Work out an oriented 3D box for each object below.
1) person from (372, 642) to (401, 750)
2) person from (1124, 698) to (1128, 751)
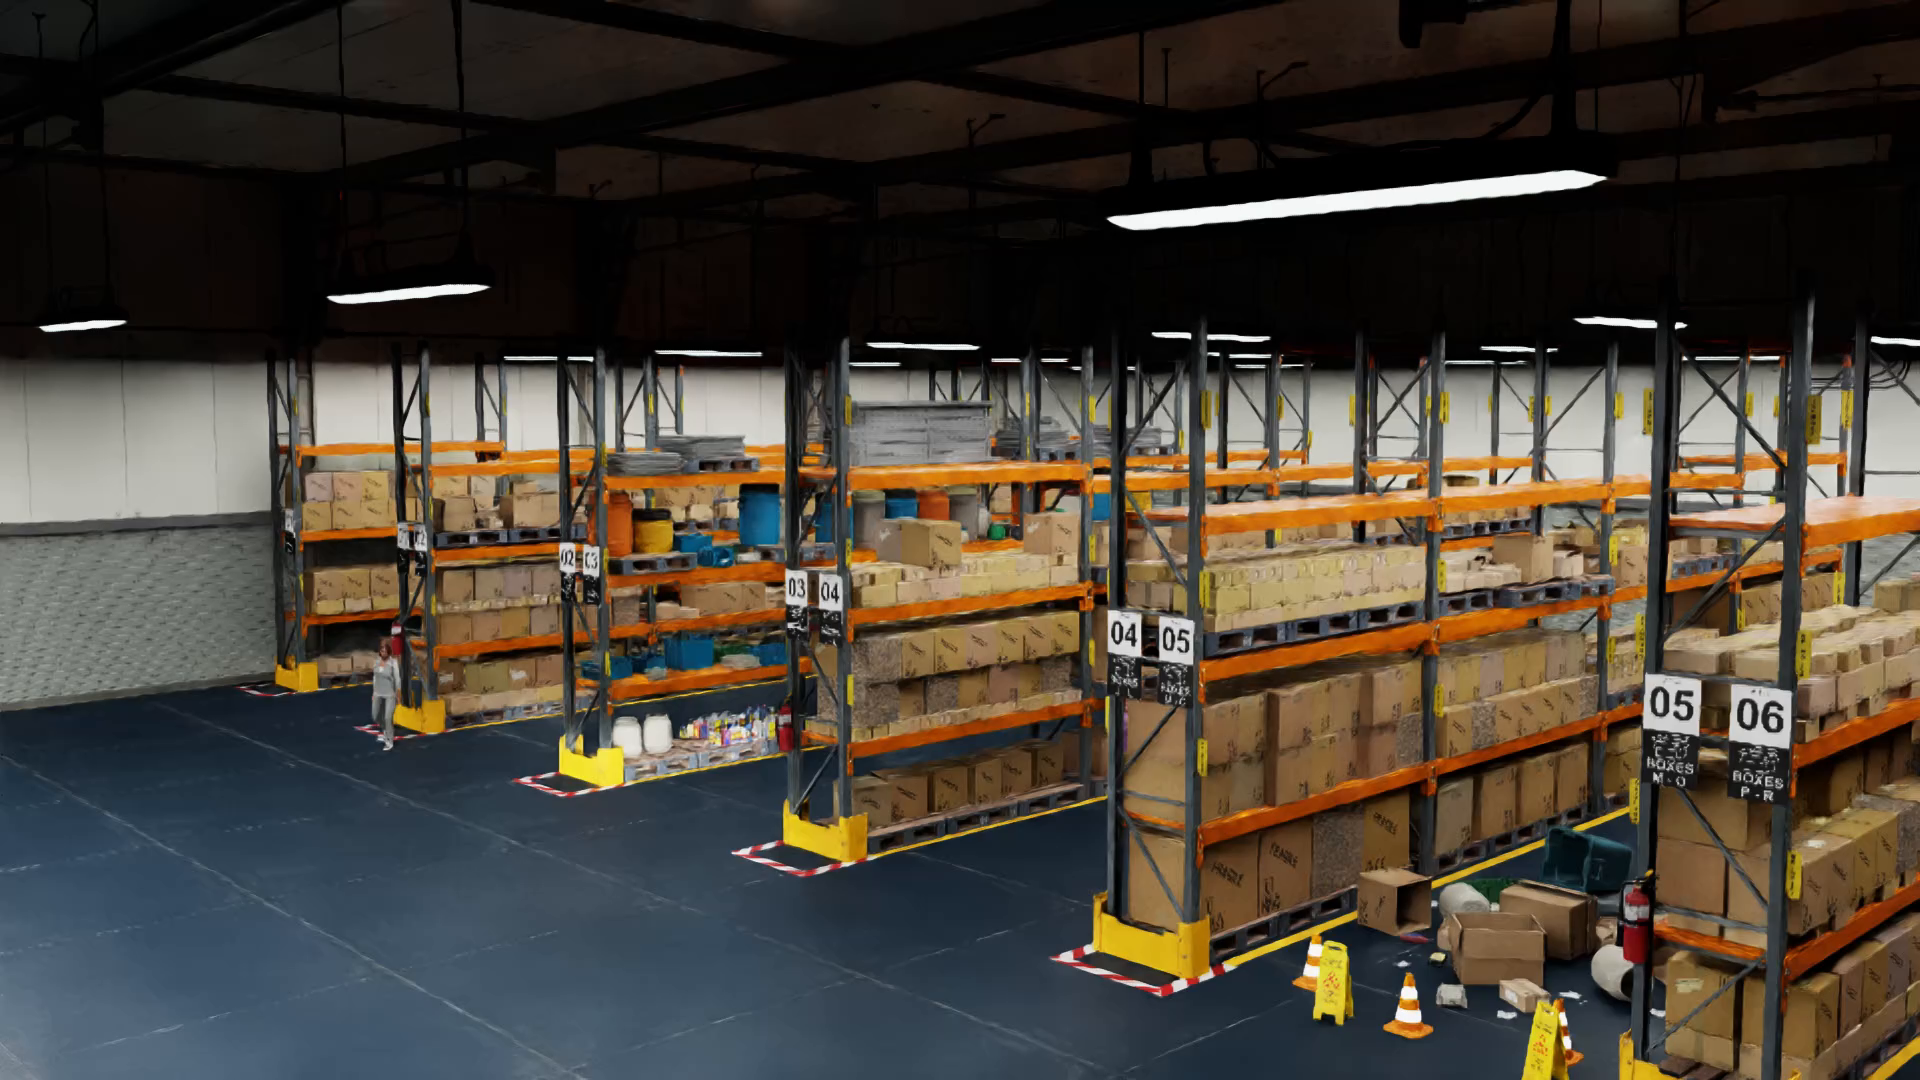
[{"bbox_3d":[-8.397,2.274,24.402,0.469,1.574,0.500,1,5,8],"label":"person"},{"bbox_3d":[2.121,2.633,20.324,0.418,1.514,1.038,5,7,44],"label":"person"}]
